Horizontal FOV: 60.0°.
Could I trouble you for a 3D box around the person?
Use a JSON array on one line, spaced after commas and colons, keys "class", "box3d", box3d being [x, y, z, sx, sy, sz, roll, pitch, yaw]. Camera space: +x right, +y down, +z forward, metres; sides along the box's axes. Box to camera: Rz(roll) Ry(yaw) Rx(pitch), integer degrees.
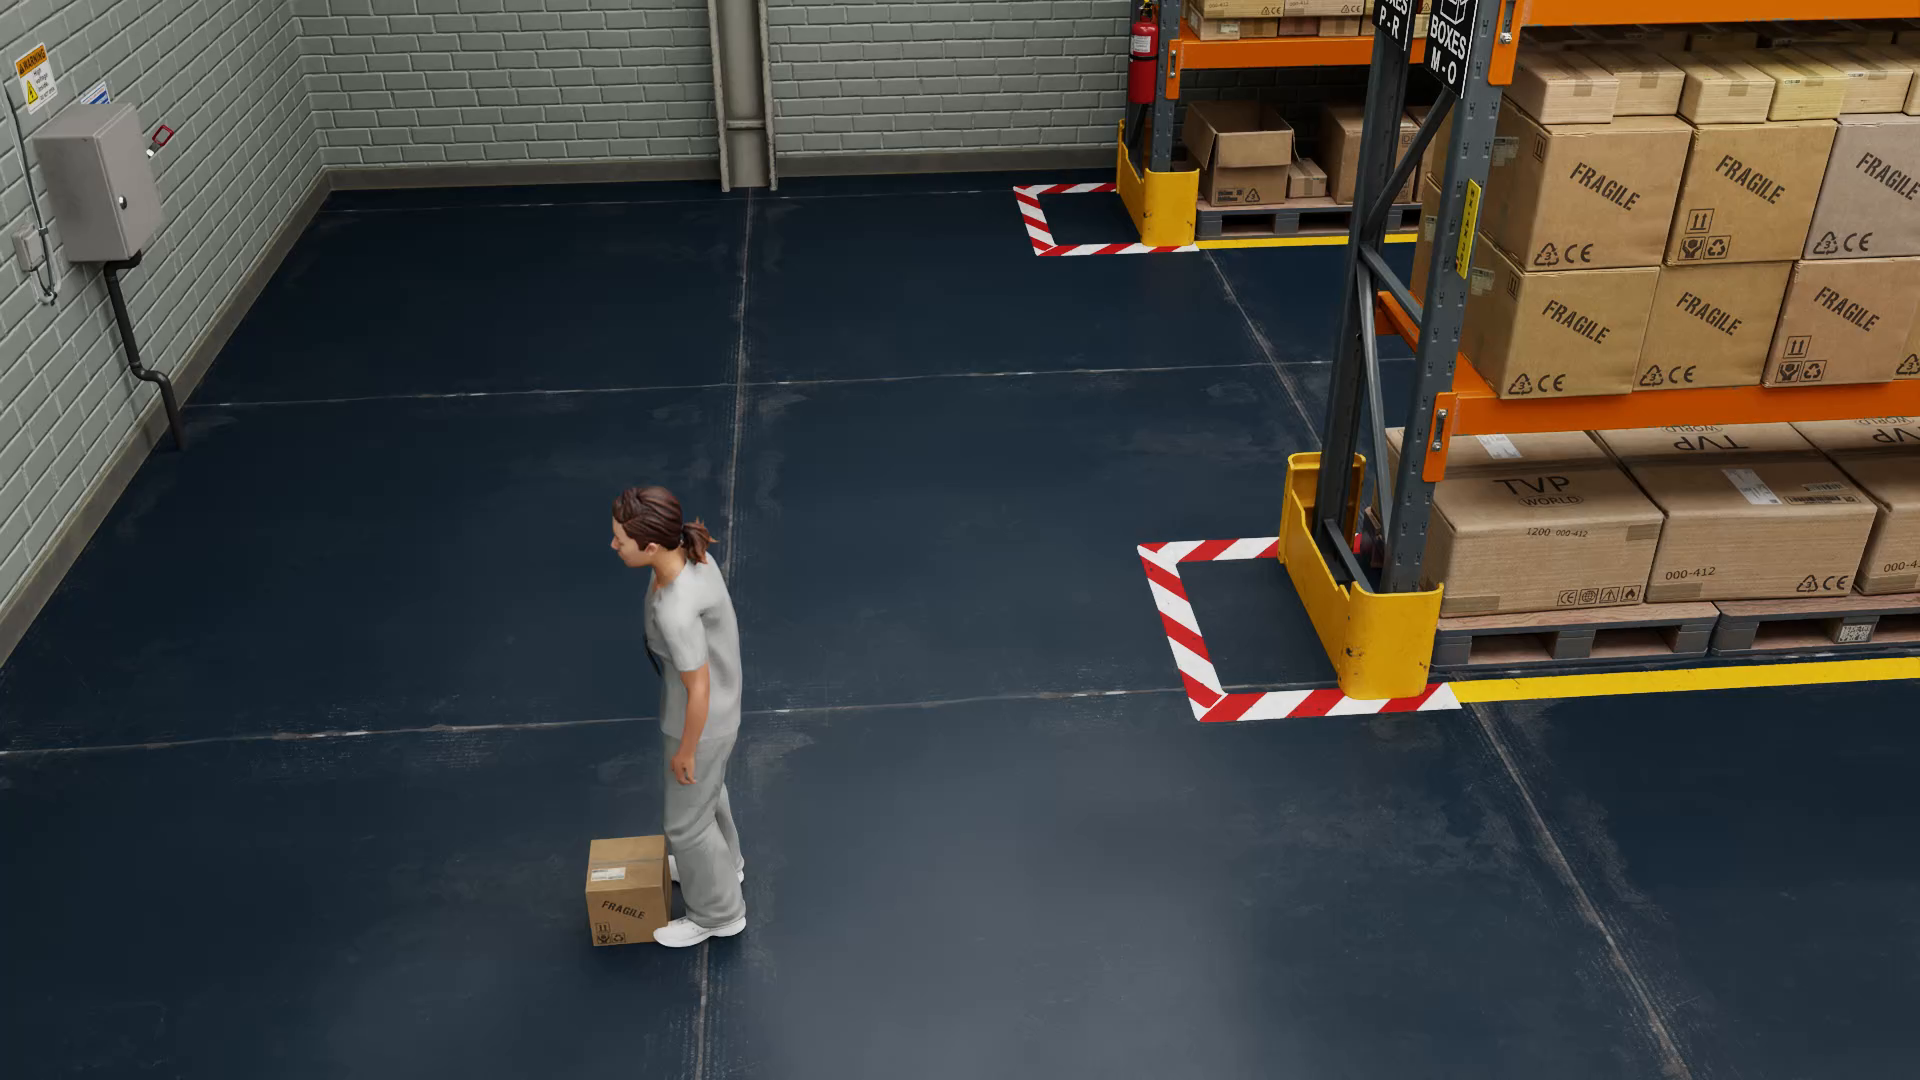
[{"class": "person", "box3d": [-0.858, 0.548, 5.232, 0.362, 1.671, 0.501, -4, 31, -7]}]
